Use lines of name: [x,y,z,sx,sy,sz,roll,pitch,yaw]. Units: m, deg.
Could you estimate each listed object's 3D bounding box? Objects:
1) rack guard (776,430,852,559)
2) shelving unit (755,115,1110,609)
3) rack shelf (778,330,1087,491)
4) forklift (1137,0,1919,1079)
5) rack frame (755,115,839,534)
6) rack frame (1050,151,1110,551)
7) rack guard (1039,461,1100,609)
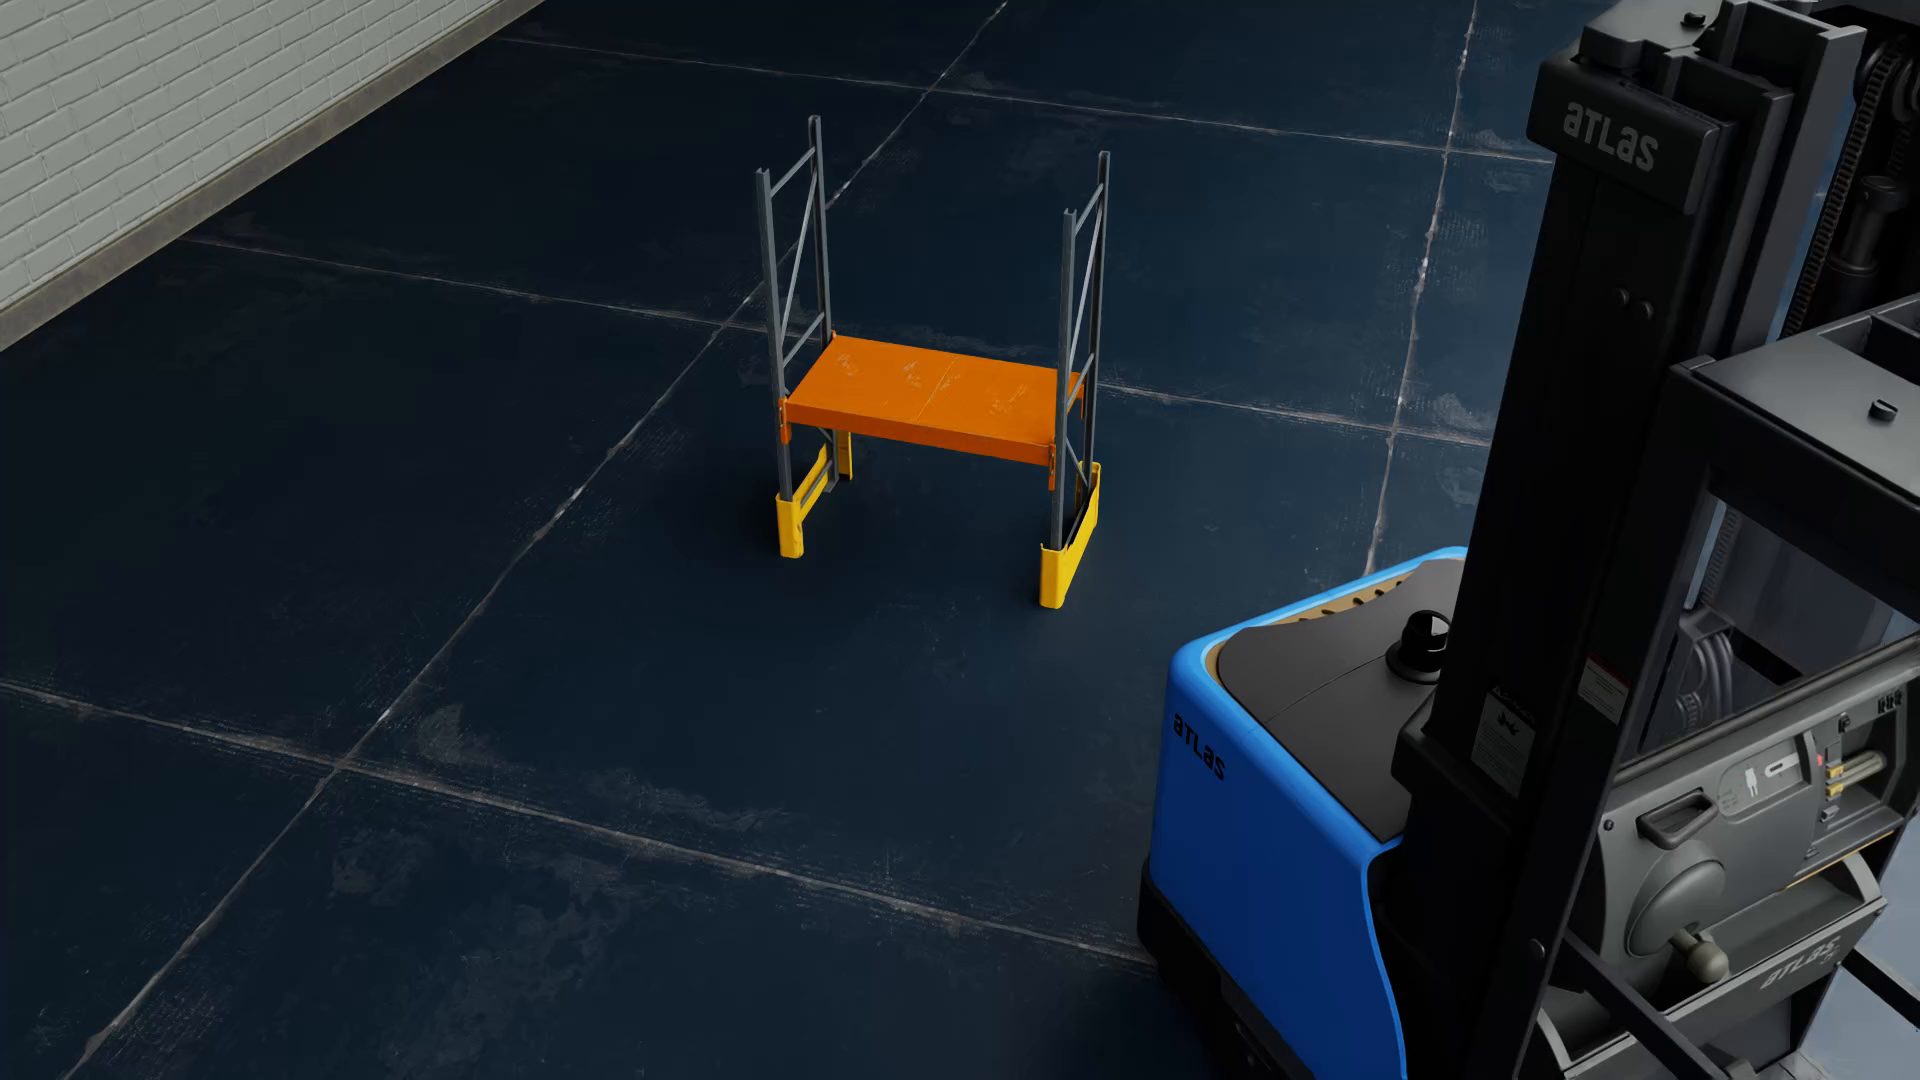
rack guard: [-0.548,-0.202,6.314,0.087,0.250,0.587,10,38,14]
shelving unit: [-0.073,-0.618,5.824,1.083,1.500,0.587,10,38,14]
rack shelf: [-0.081,-0.474,5.933,1.000,0.185,0.538,10,38,14]
forklift: [1.640,0.583,2.985,1.130,2.935,3.031,-18,40,-23]
rack frame: [-0.567,-0.709,5.948,0.032,1.500,0.500,10,38,14]
rack frame: [0.404,-0.529,5.704,0.032,1.500,0.500,10,38,14]
rack guard: [0.403,-0.026,6.075,0.087,0.250,0.587,10,38,14]
